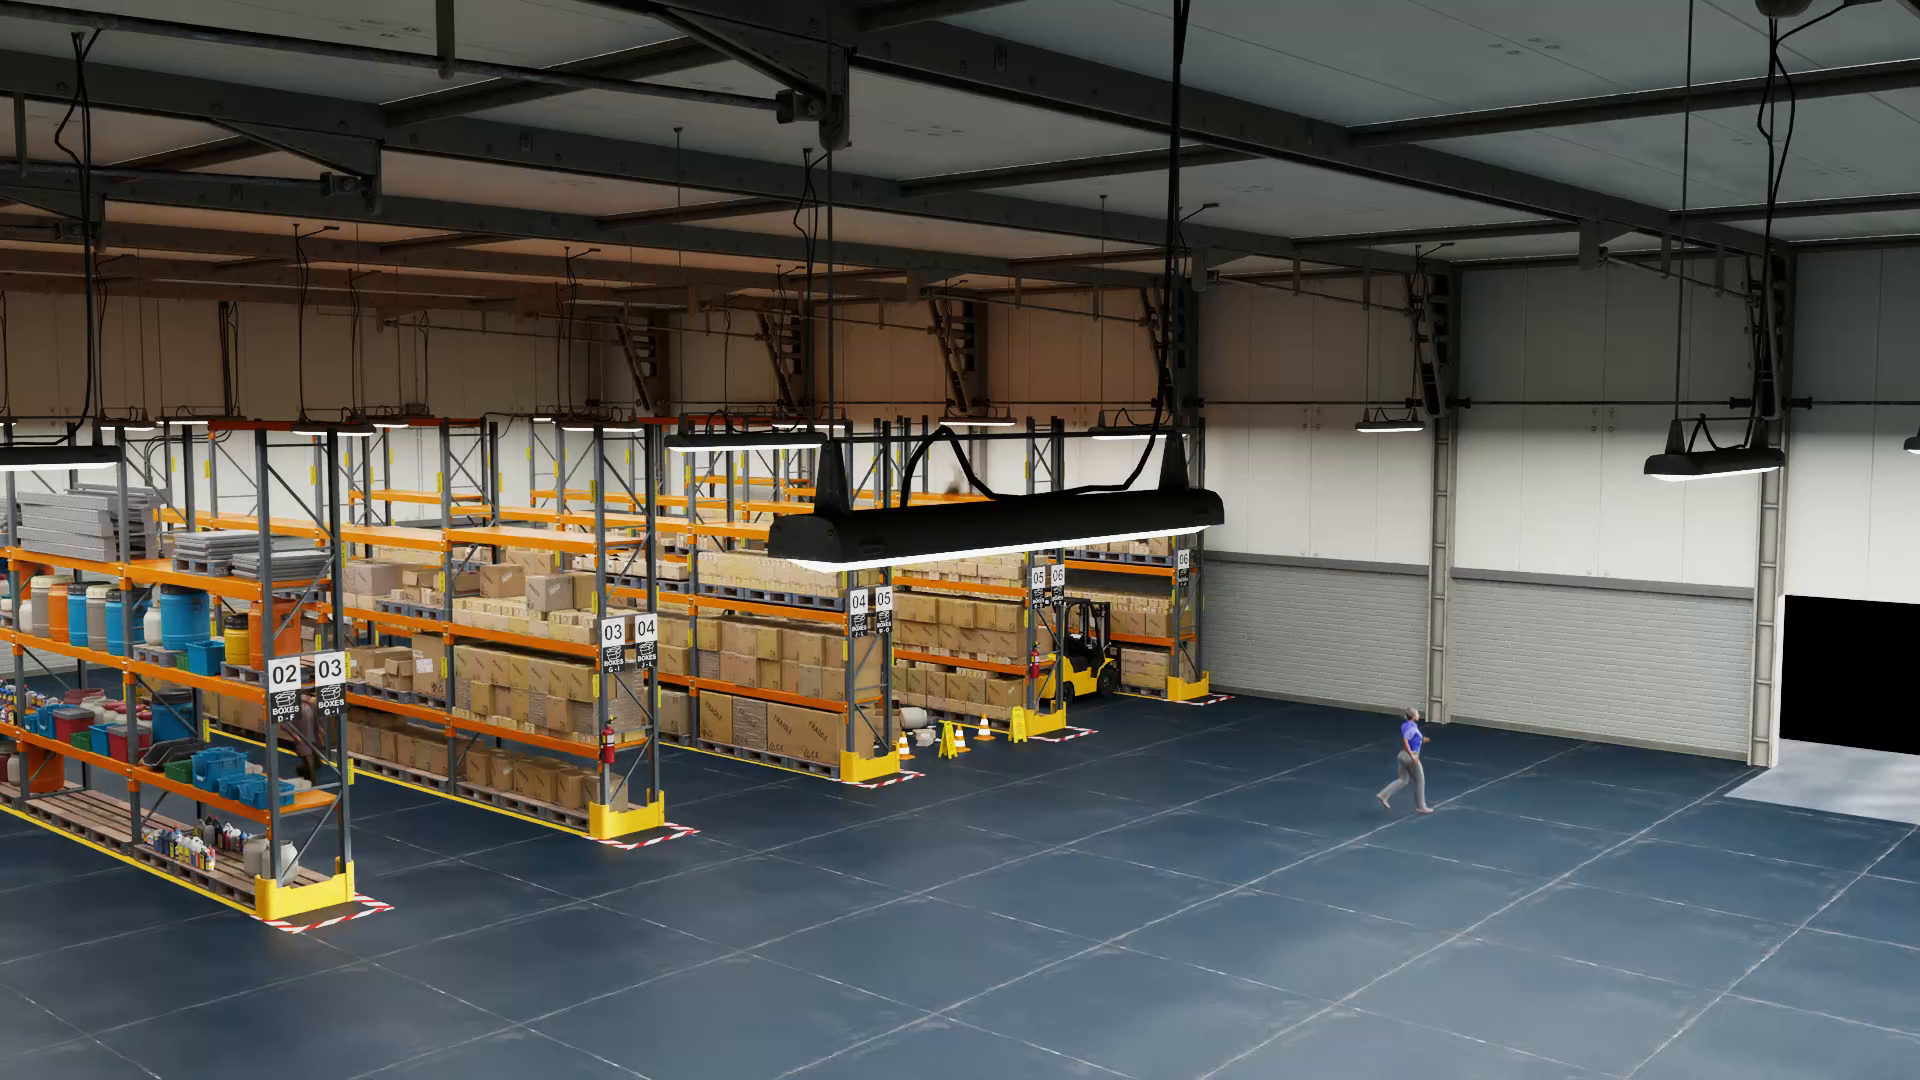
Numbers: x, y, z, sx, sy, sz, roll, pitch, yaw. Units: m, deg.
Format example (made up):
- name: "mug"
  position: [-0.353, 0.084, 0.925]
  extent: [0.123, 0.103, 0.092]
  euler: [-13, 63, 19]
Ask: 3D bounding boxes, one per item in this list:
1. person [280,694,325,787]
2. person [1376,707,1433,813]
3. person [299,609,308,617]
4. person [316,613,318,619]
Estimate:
- name: "person"
  position: [-10.566, 3.240, 26.780]
  extent: [0.754, 1.730, 0.712]
  euler: [3, 6, 32]
- name: "person"
  position: [6.843, 3.372, 25.460]
  extent: [0.911, 1.640, 0.576]
  euler: [-1, 5, -11]
- name: "person"
  position: [-15.052, 2.297, 37.830]
  extent: [0.778, 1.699, 0.968]
  euler: [0, 5, -5]
- name: "person"
  position: [-14.836, 2.325, 38.612]
  extent: [0.623, 1.639, 0.520]
  euler: [2, 5, 23]
